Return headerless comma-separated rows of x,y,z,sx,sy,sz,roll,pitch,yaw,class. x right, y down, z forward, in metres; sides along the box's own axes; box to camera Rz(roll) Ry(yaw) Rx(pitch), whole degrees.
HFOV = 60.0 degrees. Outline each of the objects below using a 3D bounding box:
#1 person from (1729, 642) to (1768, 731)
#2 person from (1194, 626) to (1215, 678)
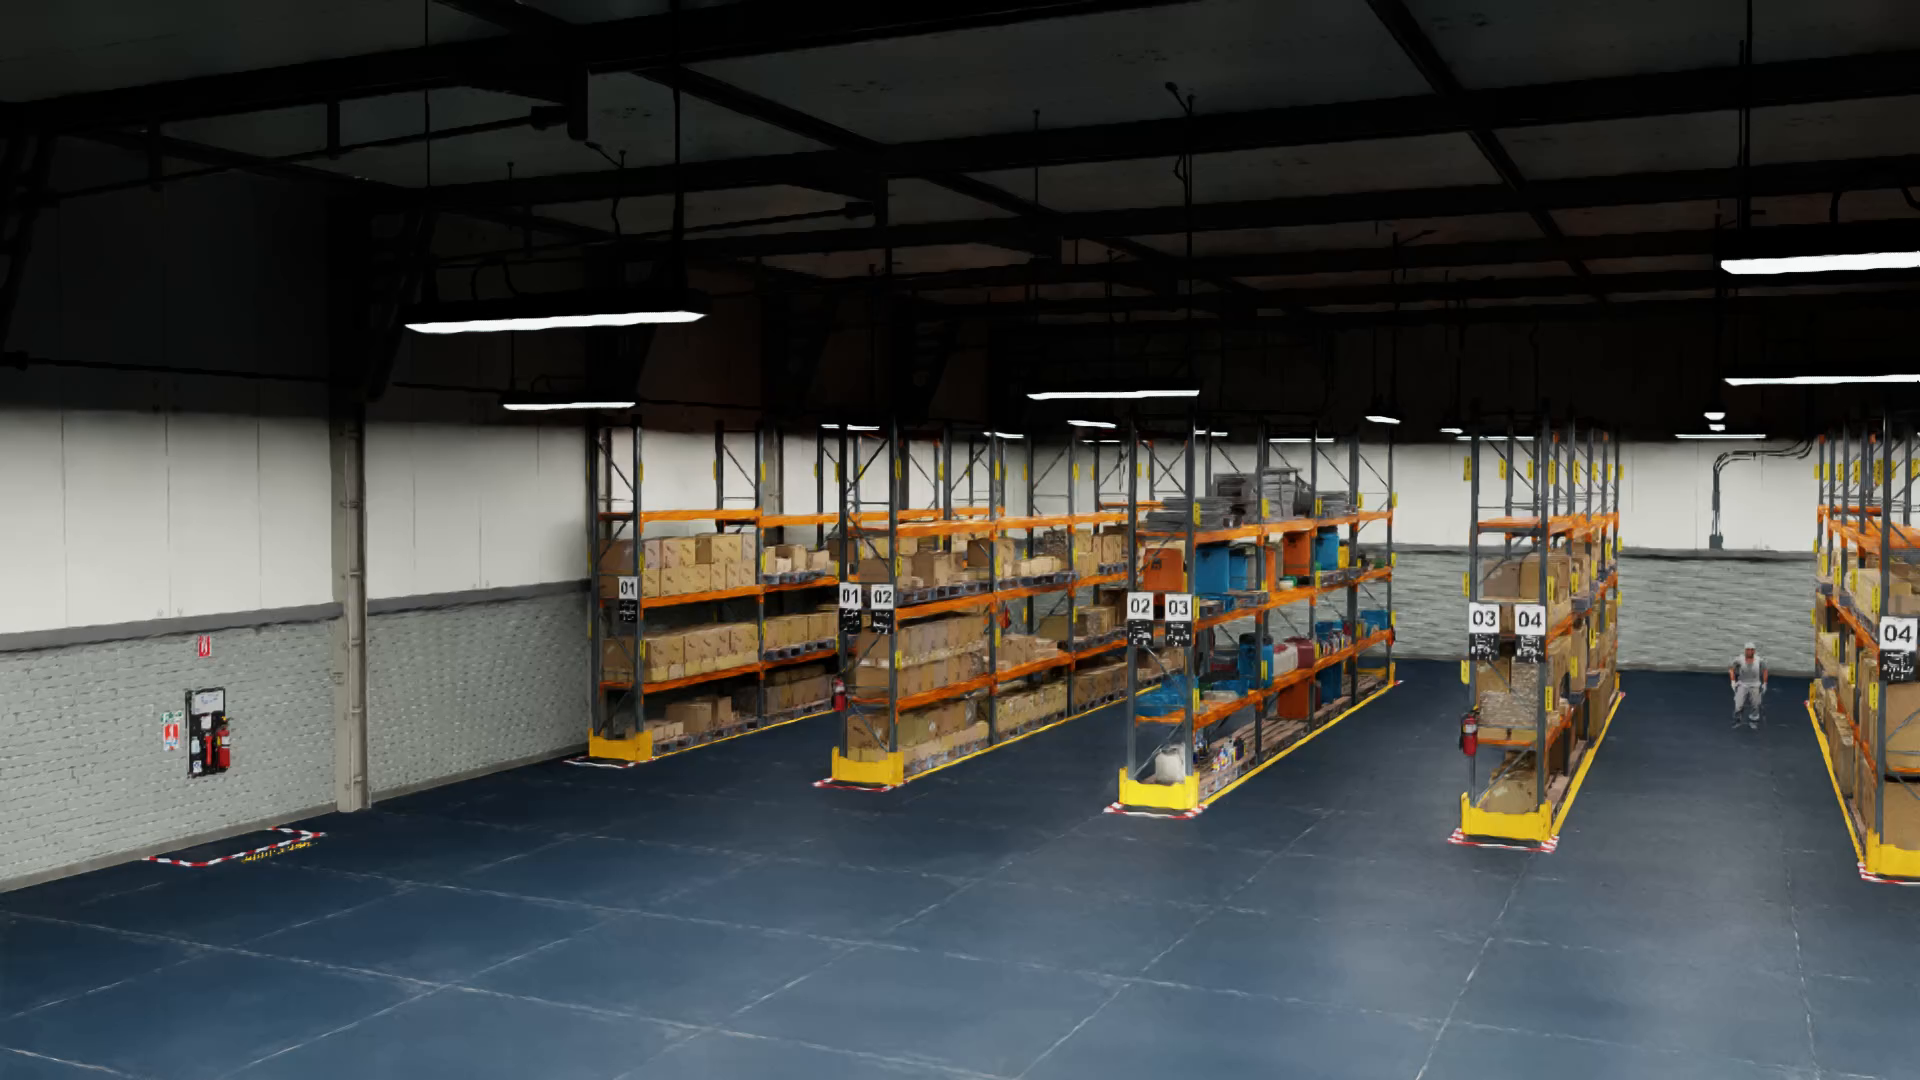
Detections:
15.204,2.820,32.071,0.677,1.742,0.552,1,3,23,person
5.634,2.550,38.581,0.603,1.724,1.111,1,3,24,person
